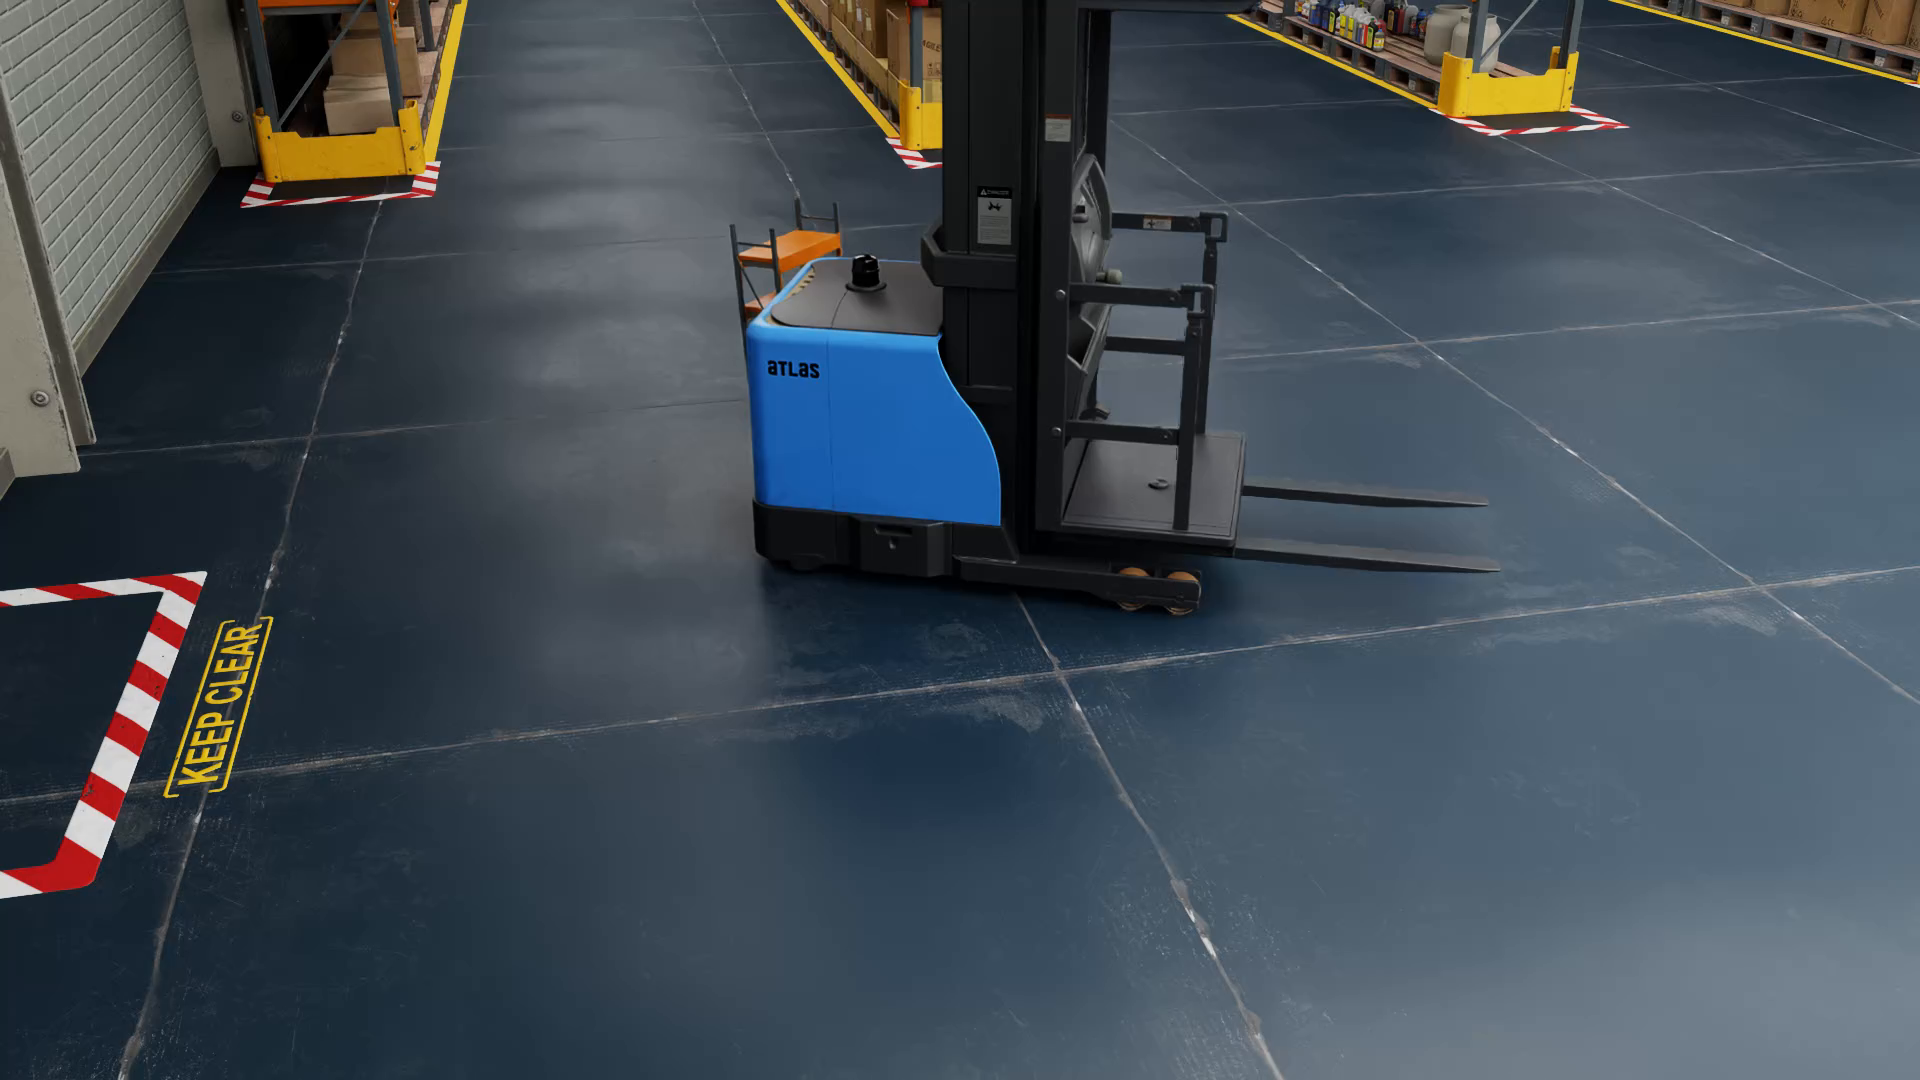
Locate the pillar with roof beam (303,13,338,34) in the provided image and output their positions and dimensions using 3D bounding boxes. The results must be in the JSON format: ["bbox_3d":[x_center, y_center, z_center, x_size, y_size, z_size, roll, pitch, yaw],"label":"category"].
[{"bbox_3d":[-2.891,-10.118,17.309,9.100,9.000,0.400,-6,27,-12],"label":"pillar with roof beam"}]

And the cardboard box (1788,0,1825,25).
[{"bbox_3d":[9.247,-5.791,17.702,0.500,0.500,0.500,-8,28,-16],"label":"cardboard box"}]

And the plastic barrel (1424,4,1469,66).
[{"bbox_3d":[4.583,-4.733,15.594,0.421,0.512,0.421,0,27,0],"label":"plastic barrel"}]

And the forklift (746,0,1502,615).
[{"bbox_3d":[0.705,-1.272,6.517,3.031,2.935,1.130,5,27,10],"label":"forklift"}]

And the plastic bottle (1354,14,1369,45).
[{"bbox_3d":[4.017,-5.072,16.504,0.152,0.276,0.135,-7,28,-13],"label":"plastic bottle"}]

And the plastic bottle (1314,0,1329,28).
[{"bbox_3d":[3.795,-5.528,17.326,0.144,0.351,0.185,-5,27,-10],"label":"plastic bottle"}]

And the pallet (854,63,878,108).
[{"bbox_3d":[-0.392,-4.275,15.485,1.003,0.211,1.213,-6,27,-12],"label":"pallet"}]

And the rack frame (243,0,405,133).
[{"bbox_3d":[-4.733,-4.149,12.141,1.000,3.000,0.127,-6,27,-12],"label":"rack frame"}]

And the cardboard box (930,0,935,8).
[{"bbox_3d":[-0.051,-4.644,14.875,0.500,0.500,0.500,-6,27,-12],"label":"cardboard box"}]

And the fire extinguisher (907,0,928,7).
[{"bbox_3d":[-0.334,-4.520,12.962,0.296,0.674,0.183,-6,27,-12],"label":"fire extinguisher"}]

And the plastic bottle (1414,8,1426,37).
[{"bbox_3d":[4.669,-5.244,16.851,0.097,0.271,0.097,0,27,0],"label":"plastic bottle"}]

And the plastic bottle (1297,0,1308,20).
[{"bbox_3d":[3.662,-5.705,17.764,0.097,0.271,0.097,0,27,0],"label":"plastic bottle"}]

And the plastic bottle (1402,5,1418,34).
[{"bbox_3d":[4.592,-5.340,17.036,0.152,0.276,0.135,-5,27,-11],"label":"plastic bottle"}]

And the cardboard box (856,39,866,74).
[{"bbox_3d":[-0.666,-4.476,15.375,0.500,0.250,0.500,-6,27,-12],"label":"cardboard box"}]

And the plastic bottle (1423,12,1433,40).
[{"bbox_3d":[4.714,-5.156,16.675,0.097,0.271,0.097,0,27,0],"label":"plastic bottle"}]

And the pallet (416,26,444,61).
[{"bbox_3d":[-5.811,-5.002,16.926,1.003,0.211,1.213,-6,27,-12],"label":"pallet"}]

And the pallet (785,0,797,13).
[{"bbox_3d":[-1.563,-6.556,20.004,1.003,0.211,1.213,-6,27,-12],"label":"pallet"}]

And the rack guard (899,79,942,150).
[{"bbox_3d":[0.098,-3.527,13.684,1.175,0.500,0.348,-6,27,-12],"label":"rack guard"}]

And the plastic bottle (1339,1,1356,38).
[{"bbox_3d":[3.934,-5.259,16.792,0.144,0.351,0.185,-6,27,-12],"label":"plastic bottle"}]

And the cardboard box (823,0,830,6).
[{"bbox_3d":[-1.180,-5.769,17.313,0.500,0.311,0.500,-6,27,-12],"label":"cardboard box"}]

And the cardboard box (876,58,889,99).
[{"bbox_3d":[-0.441,-4.037,14.506,0.500,0.250,0.500,-6,27,-12],"label":"cardboard box"}]

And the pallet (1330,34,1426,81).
[{"bbox_3d":[4.407,-4.831,16.586,1.003,0.211,1.213,-6,27,-12],"label":"pallet"}]

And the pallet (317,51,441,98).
[{"bbox_3d":[-5.449,-4.369,15.672,1.003,0.211,1.213,-6,27,-12],"label":"pallet"}]

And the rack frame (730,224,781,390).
[{"bbox_3d":[-0.880,-0.834,7.553,0.240,1.200,0.015,11,29,29],"label":"rack frame"}]

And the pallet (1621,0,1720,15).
[{"bbox_3d":[8.666,-6.511,19.915,1.003,0.211,1.213,-6,27,-12],"label":"pallet"}]

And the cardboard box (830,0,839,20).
[{"bbox_3d":[-1.010,-5.469,16.510,0.500,0.500,0.500,-6,27,-12],"label":"cardboard box"}]

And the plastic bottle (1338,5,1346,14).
[{"bbox_3d":[3.908,-5.349,17.059,0.097,0.271,0.097,0,27,0],"label":"plastic bottle"}]

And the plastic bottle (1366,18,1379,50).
[{"bbox_3d":[4.034,-4.950,16.255,0.061,0.283,0.133,-5,27,-10],"label":"plastic bottle"}]

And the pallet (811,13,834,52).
[{"bbox_3d":[-1.013,-5.484,17.882,1.003,0.211,1.213,-6,27,-12],"label":"pallet"}]

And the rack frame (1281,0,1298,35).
[{"bbox_3d":[4.018,-6.911,17.614,1.000,3.000,0.127,-6,27,-12],"label":"rack frame"}]

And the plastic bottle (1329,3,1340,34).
[{"bbox_3d":[3.835,-5.339,17.025,0.061,0.283,0.133,-5,27,-9],"label":"plastic bottle"}]

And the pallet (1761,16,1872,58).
[{"bbox_3d":[9.308,-5.341,17.598,1.003,0.211,1.213,-6,27,-12],"label":"pallet"}]

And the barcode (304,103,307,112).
[{"bbox_3d":[-5.195,-3.429,13.201,0.001,0.075,0.075,-6,27,-12],"label":"barcode"}]

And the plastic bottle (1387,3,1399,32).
[{"bbox_3d":[4.466,-5.394,17.134,0.061,0.283,0.133,-6,27,-12],"label":"plastic bottle"}]

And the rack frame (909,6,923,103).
[{"bbox_3d":[0.092,-4.654,13.141,1.000,3.000,0.127,-6,27,-12],"label":"rack frame"}]

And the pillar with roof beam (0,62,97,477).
[{"bbox_3d":[-0.187,-4.850,6.872,9.100,9.000,0.400,-6,27,-12],"label":"pillar with roof beam"}]

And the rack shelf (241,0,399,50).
[{"bbox_3d":[-5.184,-4.706,14.043,1.077,0.370,4.000,-6,27,-12],"label":"rack shelf"}]

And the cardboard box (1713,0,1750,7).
[{"bbox_3d":[8.894,-6.306,18.723,0.500,0.500,0.500,-7,28,-13],"label":"cardboard box"}]

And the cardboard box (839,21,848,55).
[{"bbox_3d":[-0.892,-4.915,16.245,0.500,0.250,0.500,-6,27,-12],"label":"cardboard box"}]

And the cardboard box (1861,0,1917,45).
[{"bbox_3d":[9.452,-5.264,16.659,0.500,0.500,0.500,1,27,2],"label":"cardboard box"}]

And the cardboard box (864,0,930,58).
[{"bbox_3d":[-0.558,-4.591,14.771,0.500,0.500,0.500,-6,27,-12],"label":"cardboard box"}]

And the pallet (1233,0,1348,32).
[{"bbox_3d":[3.803,-6.007,18.917,1.003,0.211,1.213,-6,27,-12],"label":"pallet"}]

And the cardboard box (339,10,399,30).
[{"bbox_3d":[-5.362,-4.534,15.190,0.500,0.500,0.500,-8,28,-15],"label":"cardboard box"}]

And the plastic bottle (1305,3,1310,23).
[{"bbox_3d":[3.708,-5.585,17.603,0.097,0.201,0.097,0,27,0],"label":"plastic bottle"}]

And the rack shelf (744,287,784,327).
[{"bbox_3d":[-0.764,-1.070,7.675,0.258,0.148,0.480,11,29,29],"label":"rack shelf"}]

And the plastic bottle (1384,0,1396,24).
[{"bbox_3d":[4.487,-5.587,17.442,0.144,0.351,0.185,-7,28,-14],"label":"plastic bottle"}]

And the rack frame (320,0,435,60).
[{"bbox_3d":[-5.634,-5.905,15.620,1.000,3.000,0.127,-6,27,-12],"label":"rack frame"}]

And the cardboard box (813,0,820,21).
[{"bbox_3d":[-1.297,-5.745,17.888,0.500,0.250,0.500,-6,27,-12],"label":"cardboard box"}]

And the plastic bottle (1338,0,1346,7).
[{"bbox_3d":[3.936,-5.543,17.355,0.144,0.351,0.185,-6,27,-12],"label":"plastic bottle"}]

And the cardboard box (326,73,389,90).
[{"bbox_3d":[-4.930,-3.708,13.764,0.500,0.311,0.500,-4,27,-7],"label":"cardboard box"}]

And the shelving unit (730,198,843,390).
[{"bbox_3d":[-0.755,-0.929,7.740,0.258,1.200,0.503,11,29,29],"label":"shelving unit"}]

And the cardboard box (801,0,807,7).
[{"bbox_3d":[-1.526,-6.193,18.776,0.500,0.250,0.500,-5,27,-11],"label":"cardboard box"}]

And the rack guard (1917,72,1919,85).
[{"bbox_3d":[9.728,-4.576,15.760,1.175,0.500,0.348,-6,27,-12],"label":"rack guard"}]

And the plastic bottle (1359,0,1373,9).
[{"bbox_3d":[4.303,-5.657,17.580,0.144,0.351,0.185,-6,27,-12],"label":"plastic bottle"}]

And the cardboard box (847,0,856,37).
[{"bbox_3d":[-0.784,-5.030,15.640,0.500,0.500,0.500,-6,27,-12],"label":"cardboard box"}]

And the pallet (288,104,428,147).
[{"bbox_3d":[-4.899,-3.298,13.550,1.003,0.211,1.213,-6,27,-12],"label":"pallet"}]
